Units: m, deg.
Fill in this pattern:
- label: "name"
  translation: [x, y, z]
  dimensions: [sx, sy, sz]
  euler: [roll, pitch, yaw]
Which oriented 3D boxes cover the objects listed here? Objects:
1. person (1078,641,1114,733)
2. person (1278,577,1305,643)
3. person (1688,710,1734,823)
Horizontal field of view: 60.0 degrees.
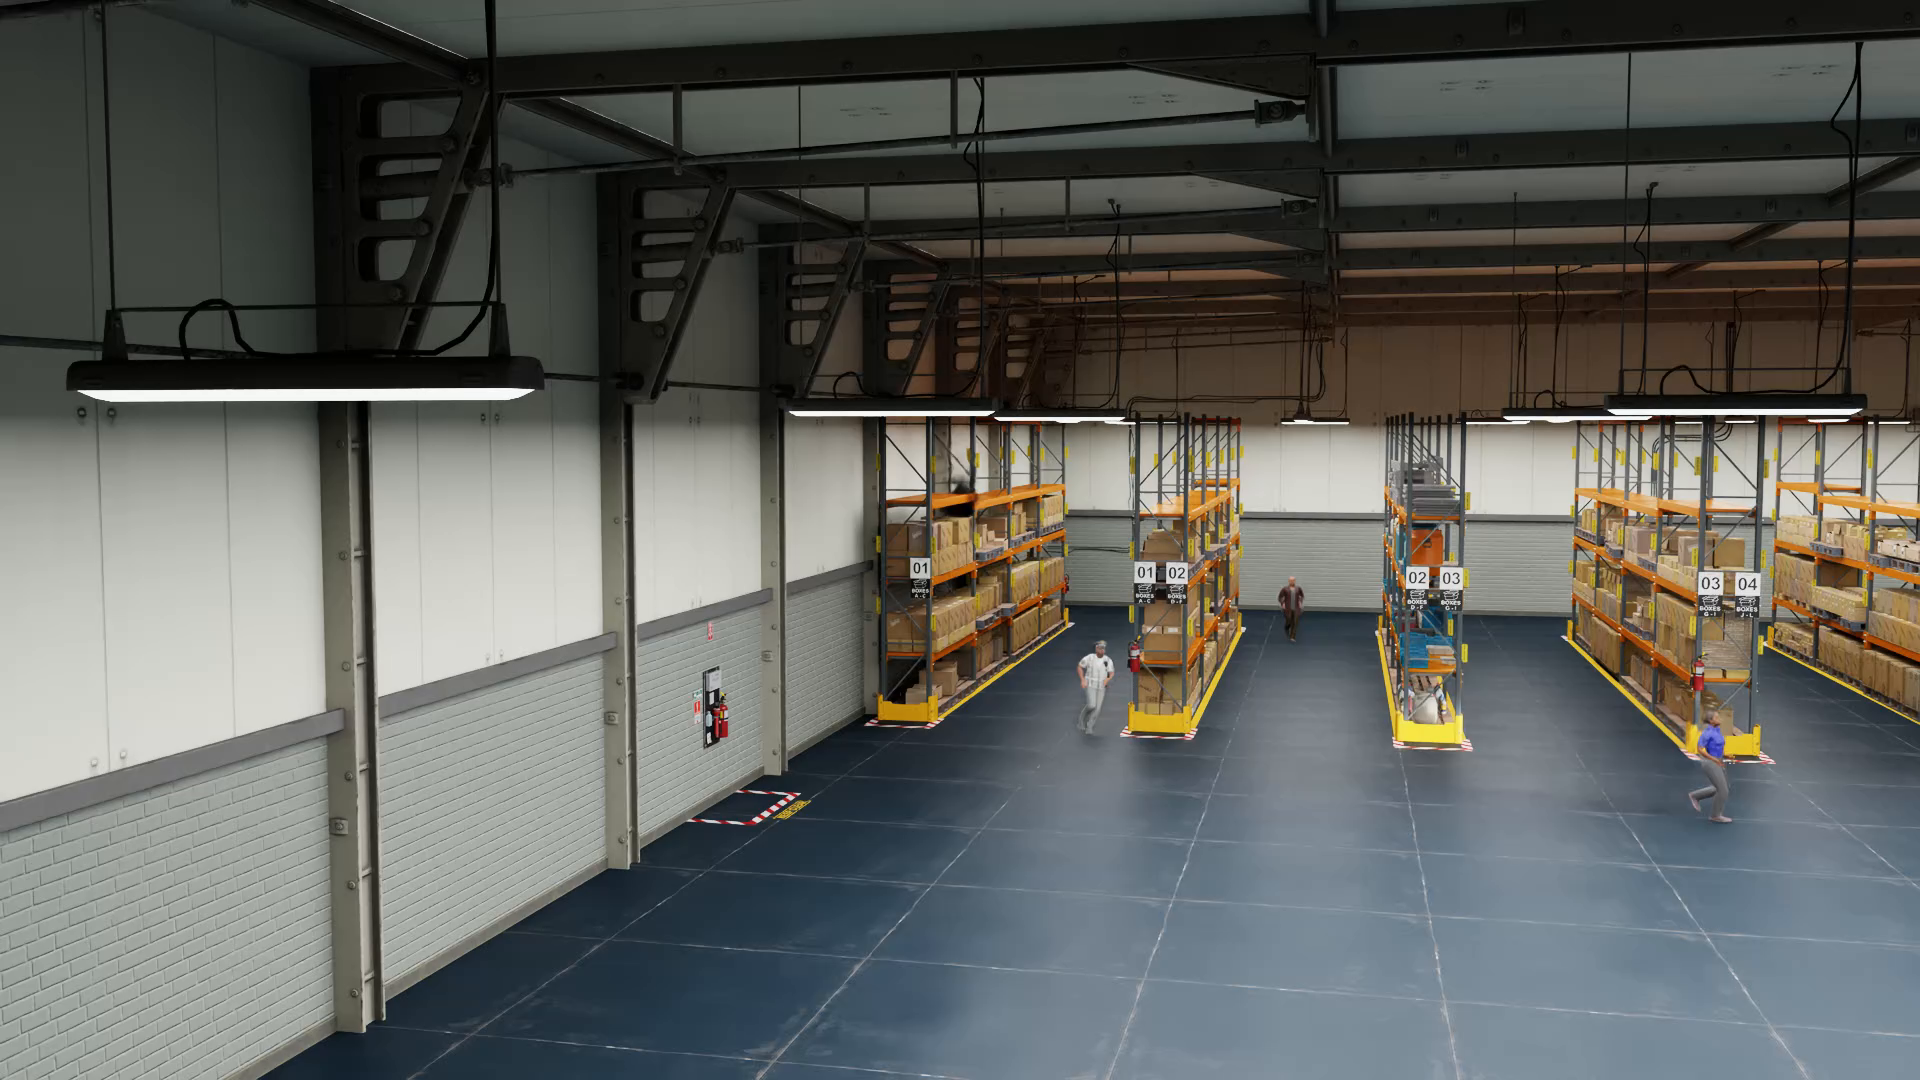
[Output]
- label: "person"
  translation: [2.570, 2.760, 31.169]
  dimensions: [0.680, 1.753, 0.572]
  euler: [-1, 4, -13]
- label: "person"
  translation: [8.887, 1.849, 44.545]
  dimensions: [0.709, 1.742, 0.771]
  euler: [0, 4, 0]
- label: "person"
  translation: [10.923, 3.285, 24.200]
  dimensions: [0.624, 1.594, 0.578]
  euler: [3, 5, 42]
